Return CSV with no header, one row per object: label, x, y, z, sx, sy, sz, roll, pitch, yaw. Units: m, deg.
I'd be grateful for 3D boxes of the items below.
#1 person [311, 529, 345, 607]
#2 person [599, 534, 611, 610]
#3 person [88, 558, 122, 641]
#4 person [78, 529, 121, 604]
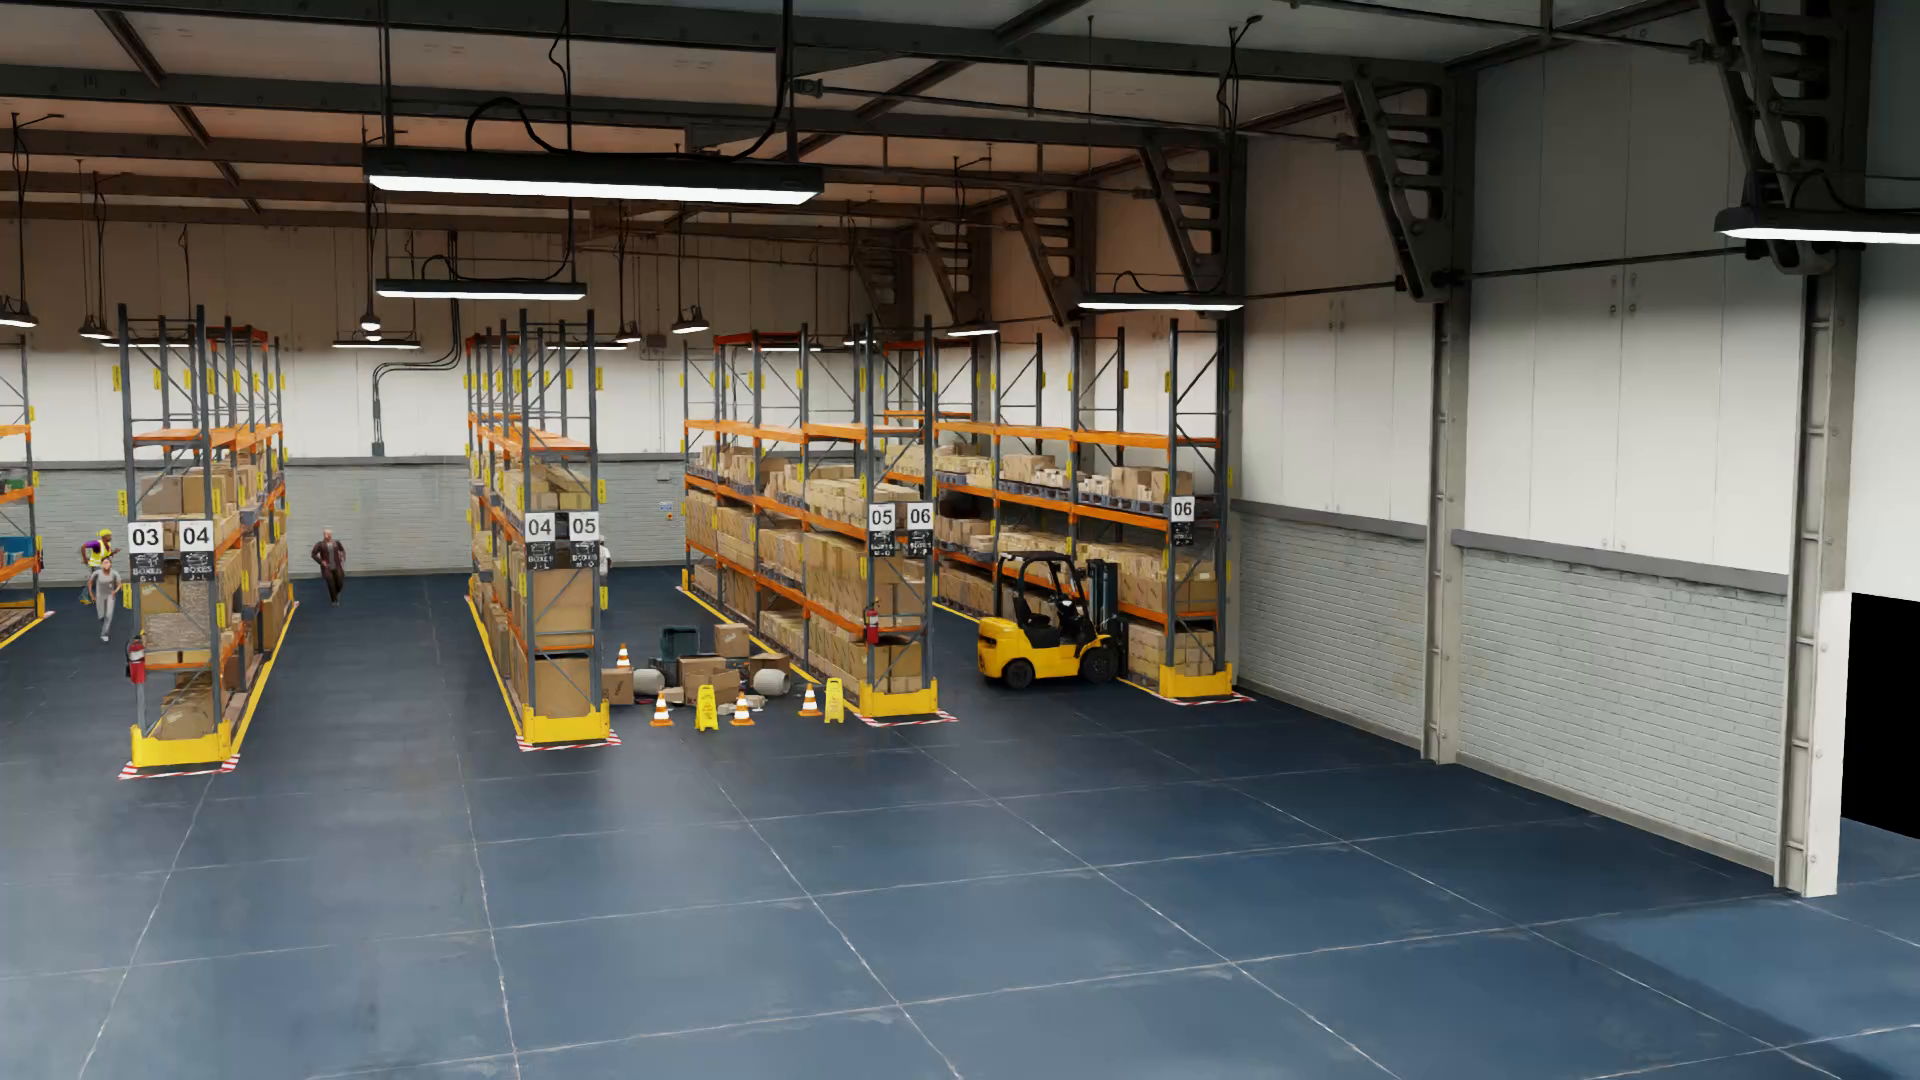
person,-14.132,0.617,37.239,0.738,1.734,0.616,-4,7,-36
person,-7.858,0.737,36.151,0.568,1.714,0.861,-1,5,-9
person,-16.685,1.139,32.486,0.590,1.627,0.687,-3,6,-26
person,-19.283,0.612,37.217,0.916,1.713,0.685,-1,5,-8
